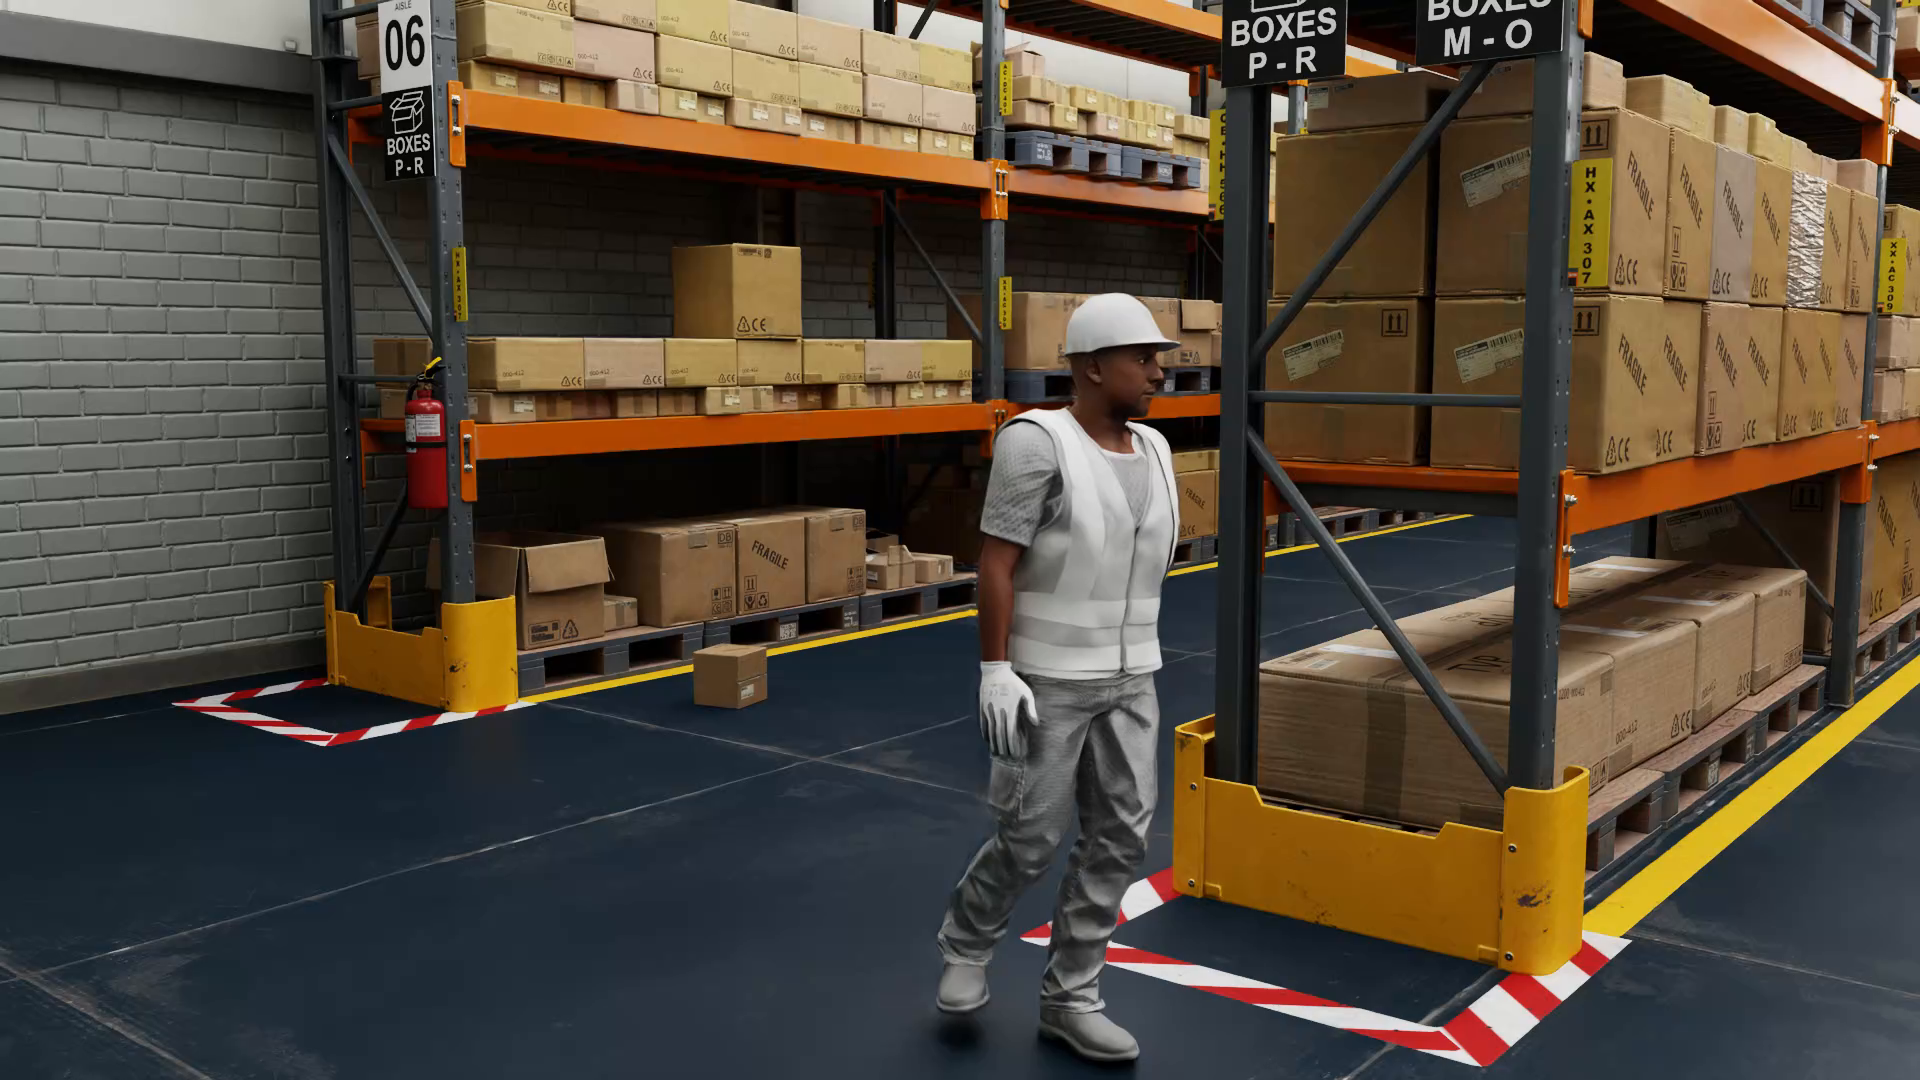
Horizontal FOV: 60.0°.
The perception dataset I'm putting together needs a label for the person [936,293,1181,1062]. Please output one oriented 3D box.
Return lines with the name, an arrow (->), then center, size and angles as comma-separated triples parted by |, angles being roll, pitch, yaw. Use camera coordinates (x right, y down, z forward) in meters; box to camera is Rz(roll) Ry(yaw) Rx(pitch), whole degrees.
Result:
person -> 0.230, 0.308, 3.951 | 0.600, 1.769, 0.568 | -5, 8, -39
